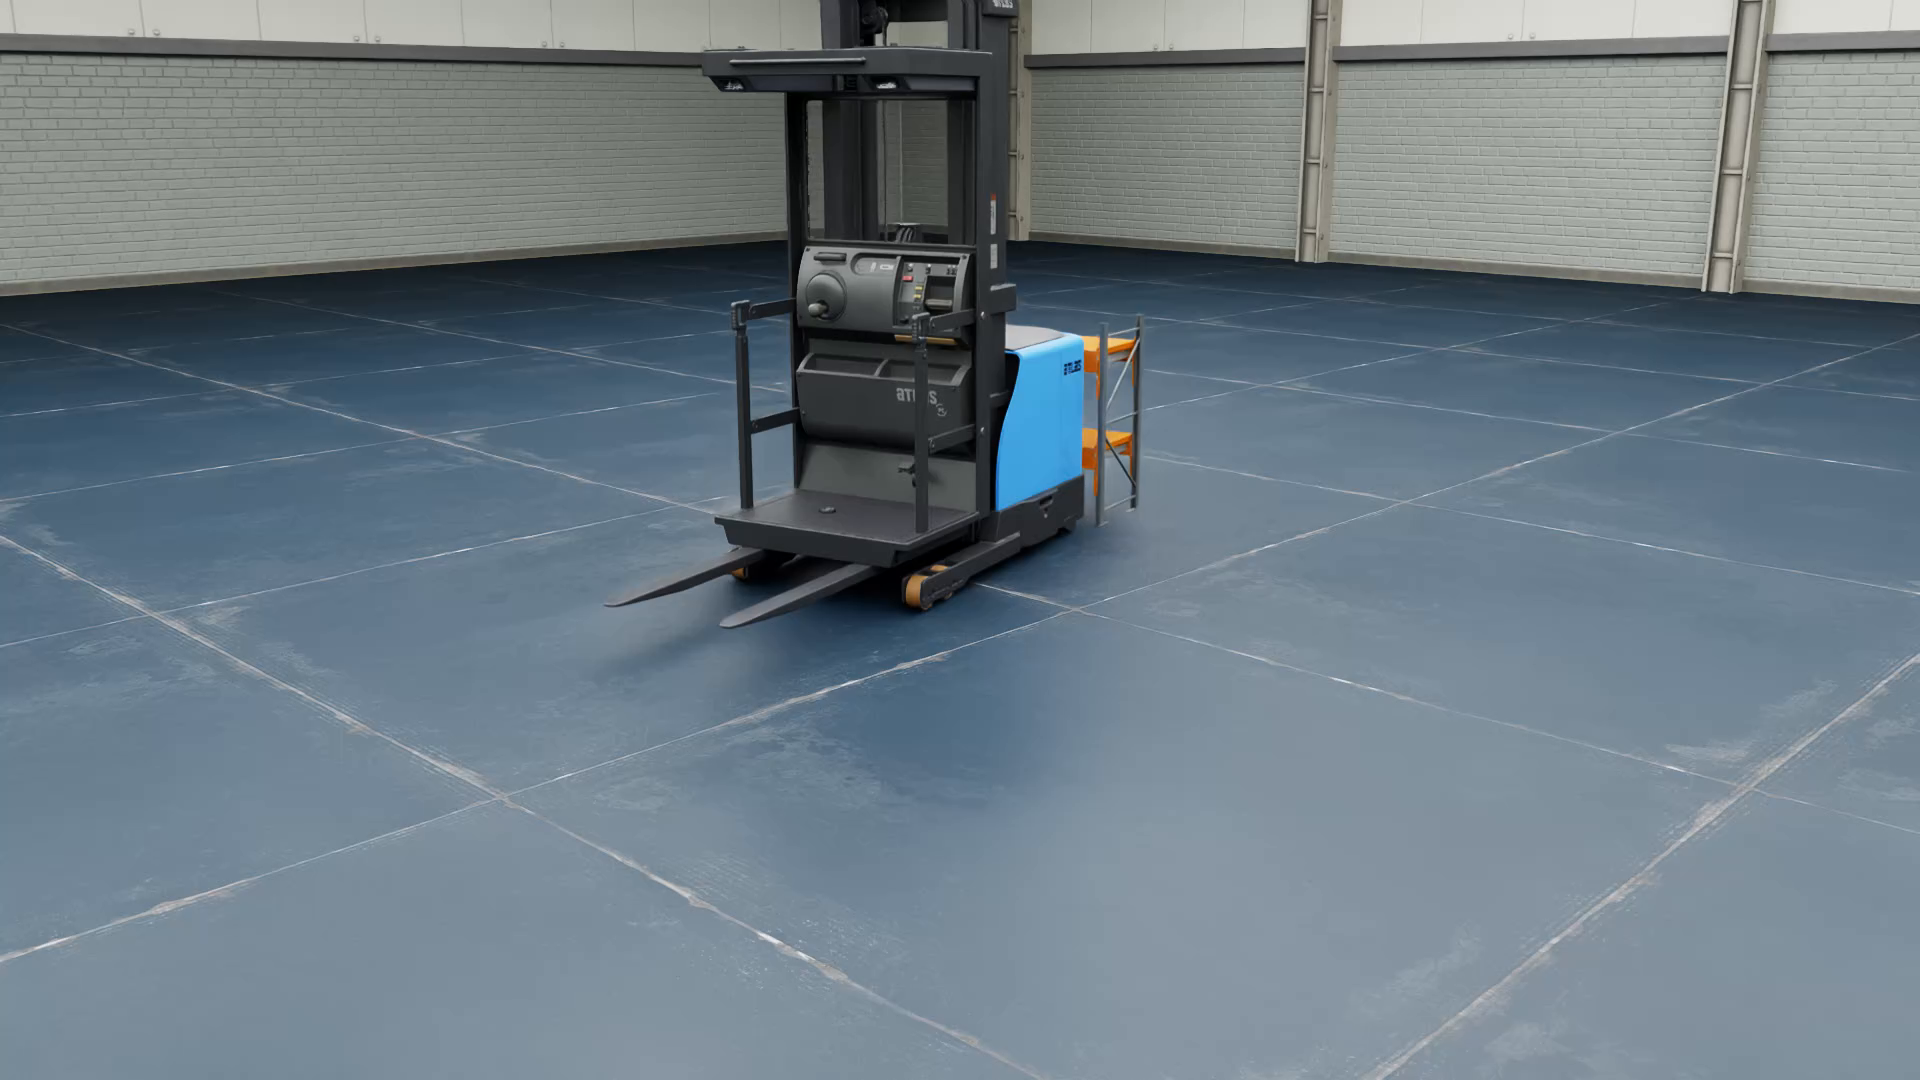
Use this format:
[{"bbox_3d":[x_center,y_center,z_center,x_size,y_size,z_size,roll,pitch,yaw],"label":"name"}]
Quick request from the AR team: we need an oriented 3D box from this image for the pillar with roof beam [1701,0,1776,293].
[{"bbox_3d":[6.621,-6.713,16.849,0.400,9.000,9.100,14,20,42],"label":"pillar with roof beam"}]

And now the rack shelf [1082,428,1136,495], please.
[{"bbox_3d":[0.458,-0.503,9.603,1.000,0.278,0.538,9,17,30],"label":"rack shelf"}]

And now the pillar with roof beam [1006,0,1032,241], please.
[{"bbox_3d":[-2.018,-8.813,24.909,0.400,9.000,9.100,14,20,42],"label":"pillar with roof beam"}]

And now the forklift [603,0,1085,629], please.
[{"bbox_3d":[-0.478,-1.224,7.817,1.130,2.935,3.031,8,17,28],"label":"forklift"}]

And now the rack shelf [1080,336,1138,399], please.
[{"bbox_3d":[0.458,-1.023,9.467,1.000,0.278,0.538,9,17,30],"label":"rack shelf"}]

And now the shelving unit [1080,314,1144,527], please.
[{"bbox_3d":[0.458,-0.740,9.541,1.048,1.125,0.538,9,17,30],"label":"shelving unit"}]

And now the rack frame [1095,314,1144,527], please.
[{"bbox_3d":[0.893,-0.674,9.286,0.032,1.125,0.500,9,17,30],"label":"rack frame"}]

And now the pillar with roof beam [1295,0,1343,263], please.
[{"bbox_3d":[2.302,-7.763,20.879,0.400,9.000,9.100,14,20,42],"label":"pillar with roof beam"}]
